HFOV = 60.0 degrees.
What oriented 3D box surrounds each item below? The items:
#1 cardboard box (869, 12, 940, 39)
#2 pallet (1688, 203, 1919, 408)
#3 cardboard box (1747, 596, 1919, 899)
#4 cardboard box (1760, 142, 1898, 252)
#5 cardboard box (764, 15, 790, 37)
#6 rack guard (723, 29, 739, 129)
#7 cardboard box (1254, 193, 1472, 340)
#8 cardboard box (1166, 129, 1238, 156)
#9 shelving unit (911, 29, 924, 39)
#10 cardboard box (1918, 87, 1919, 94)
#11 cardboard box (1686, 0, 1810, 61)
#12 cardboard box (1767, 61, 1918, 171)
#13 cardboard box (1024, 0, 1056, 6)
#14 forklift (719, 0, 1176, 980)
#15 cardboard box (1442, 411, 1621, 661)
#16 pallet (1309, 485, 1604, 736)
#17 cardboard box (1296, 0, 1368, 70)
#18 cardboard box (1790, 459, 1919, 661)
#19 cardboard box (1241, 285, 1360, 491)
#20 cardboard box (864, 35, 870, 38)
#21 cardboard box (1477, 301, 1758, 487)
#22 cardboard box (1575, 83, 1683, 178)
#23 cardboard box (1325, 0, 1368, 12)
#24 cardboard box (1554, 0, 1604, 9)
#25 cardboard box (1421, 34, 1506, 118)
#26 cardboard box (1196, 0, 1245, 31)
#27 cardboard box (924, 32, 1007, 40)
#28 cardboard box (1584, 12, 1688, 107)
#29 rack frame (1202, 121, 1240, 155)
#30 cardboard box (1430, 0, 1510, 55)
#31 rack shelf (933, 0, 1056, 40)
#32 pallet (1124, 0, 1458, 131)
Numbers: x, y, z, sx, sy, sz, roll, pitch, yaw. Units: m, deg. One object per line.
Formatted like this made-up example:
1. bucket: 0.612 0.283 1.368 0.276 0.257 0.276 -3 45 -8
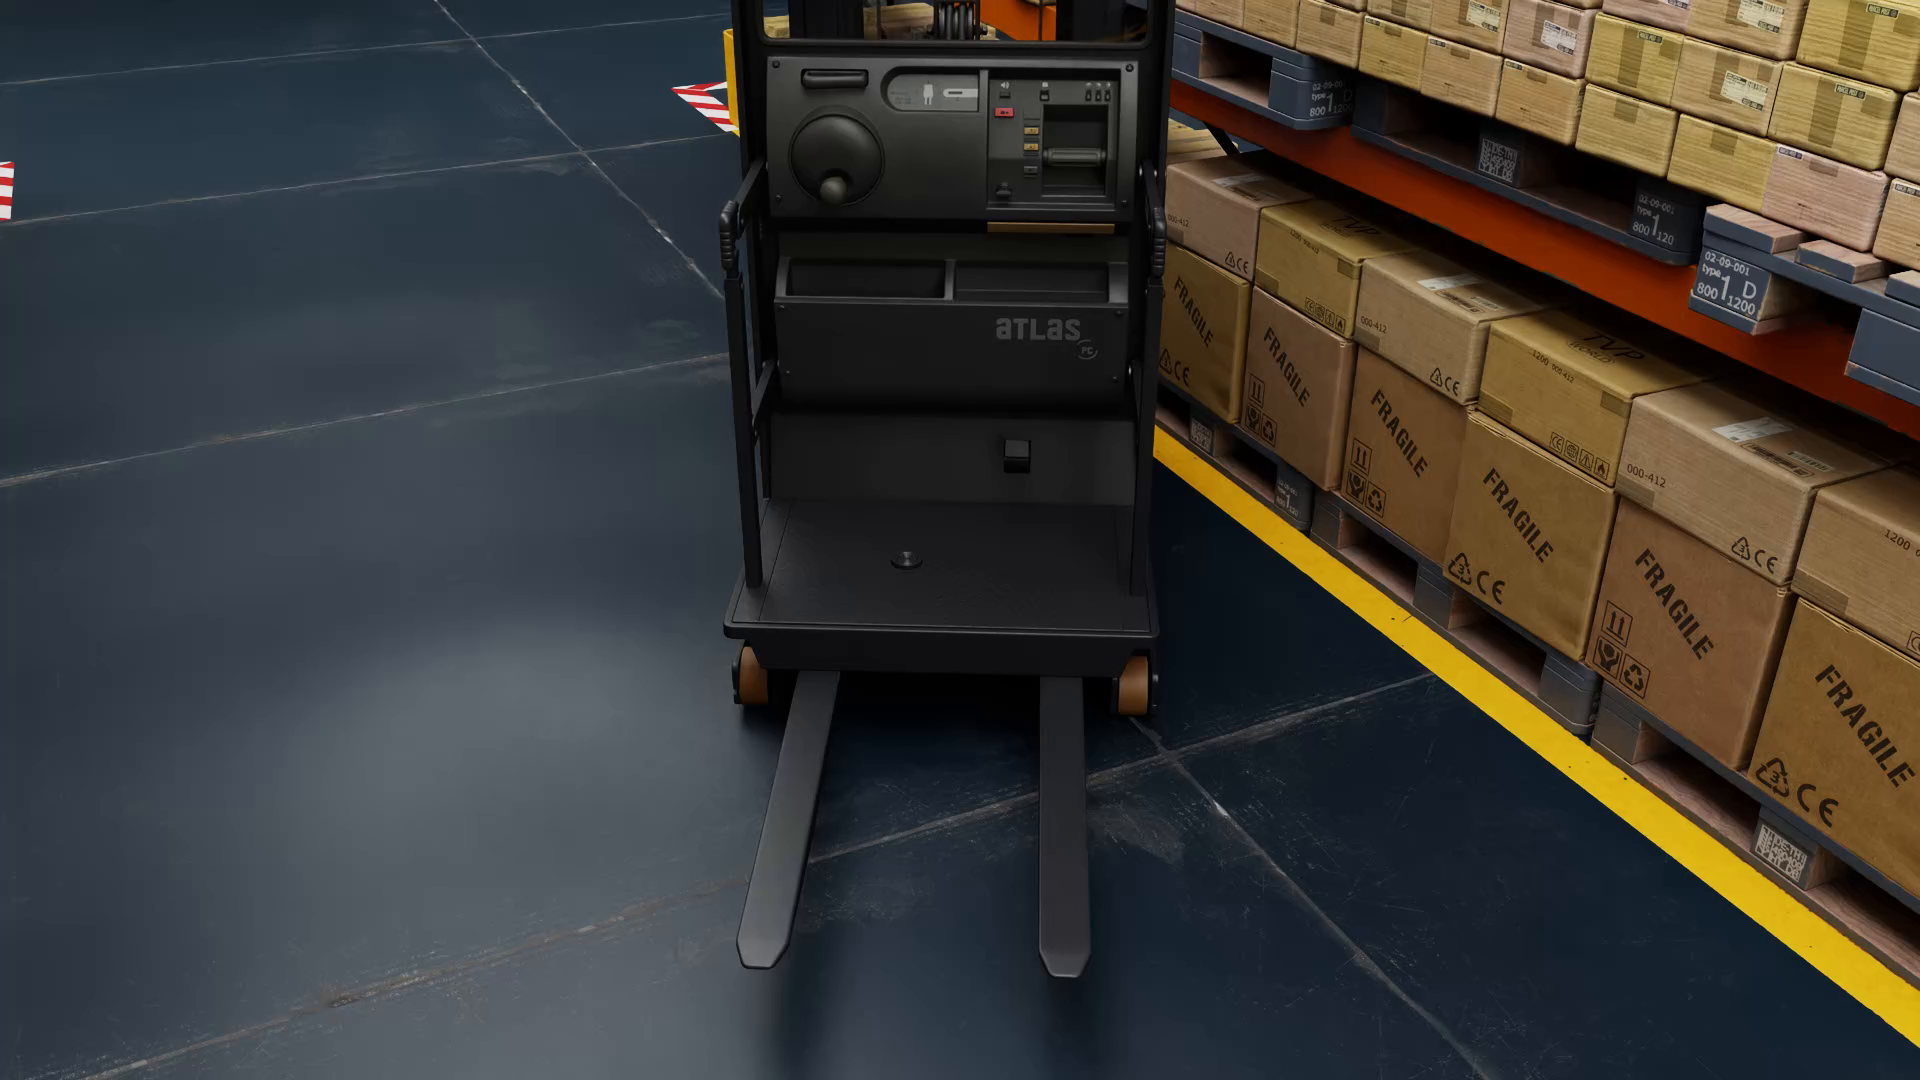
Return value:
1. cardboard box: -0.264 -2.708 8.889 0.380 0.149 0.250 -12 32 -21
2. pallet: 2.257 -0.487 3.248 1.213 0.211 1.003 -13 32 -22
3. cardboard box: 2.140 0.393 3.608 0.500 0.500 0.500 -13 32 -22
4. cardboard box: 1.816 -0.697 3.253 0.380 0.149 0.250 -13 32 -21
5. cardboard box: -0.858 -2.709 8.890 0.380 0.149 0.250 -15 32 -24
6. rack guard: -0.743 -2.688 9.533 1.175 0.500 0.348 -13 32 -22
7. cardboard box: 1.251 -0.849 5.056 0.500 0.250 0.500 -12 32 -21
8. cardboard box: 0.916 -1.574 6.867 0.380 0.149 0.250 -11 31 -20
9. shelving unit: -0.133 -1.235 6.303 0.538 1.125 1.048 -14 32 -24
10. cardboard box: 1.929 -0.843 2.906 0.380 0.149 0.250 -13 32 -23
11. cardboard box: 1.698 -1.076 3.321 0.380 0.149 0.250 -12 31 -21
12. cardboard box: 1.804 -0.837 3.200 0.380 0.149 0.250 -12 32 -21
13. cardboard box: 0.398 -2.104 6.191 0.380 0.149 0.250 -14 32 -23
14. forklift: -0.028 -0.972 3.987 1.130 2.935 3.031 1 29 2
15. cardboard box: 1.679 -0.067 4.429 0.500 0.500 0.500 -15 32 -24
16. pallet: 1.805 0.054 4.937 1.003 0.211 1.213 -13 32 -22
17. cardboard box: 1.140 -1.392 4.493 0.380 0.149 0.250 -15 32 -24
18. cardboard box: 2.128 0.055 3.445 0.500 0.250 0.500 -14 32 -23
19. cardboard box: 1.248 -0.523 5.241 0.500 0.500 0.500 -12 31 -20
20. cardboard box: -0.638 -2.474 8.472 0.380 0.149 0.250 -13 32 -22
21. cardboard box: 1.698 -0.394 4.245 0.500 0.250 0.500 -12 32 -21
22. cardboard box: 1.595 -0.926 3.662 0.380 0.149 0.250 -15 32 -24
23. cardboard box: 1.149 -1.517 4.411 0.380 0.149 0.250 -12 31 -20
24. cardboard box: 1.481 -1.303 3.726 0.380 0.149 0.250 -12 31 -20
25. cardboard box: 1.366 -1.161 4.080 0.380 0.149 0.250 -15 32 -24
26. cardboard box: 0.923 -1.616 4.892 0.380 0.149 0.250 -13 32 -22
27. cardboard box: 0.016 -2.492 8.505 0.380 0.149 0.250 -14 32 -24
28. cardboard box: 1.592 -1.058 3.594 0.380 0.149 0.250 -13 32 -22
29. rack frame: 0.942 -2.045 5.830 1.000 3.000 0.127 -13 32 -22
30. cardboard box: 1.369 -1.287 4.002 0.380 0.149 0.250 -14 32 -23
31. rack shelf: 0.083 -2.615 7.582 1.077 0.370 4.000 -13 32 -22
32. pallet: 1.138 -1.593 5.221 1.003 0.211 1.213 -13 32 -22
